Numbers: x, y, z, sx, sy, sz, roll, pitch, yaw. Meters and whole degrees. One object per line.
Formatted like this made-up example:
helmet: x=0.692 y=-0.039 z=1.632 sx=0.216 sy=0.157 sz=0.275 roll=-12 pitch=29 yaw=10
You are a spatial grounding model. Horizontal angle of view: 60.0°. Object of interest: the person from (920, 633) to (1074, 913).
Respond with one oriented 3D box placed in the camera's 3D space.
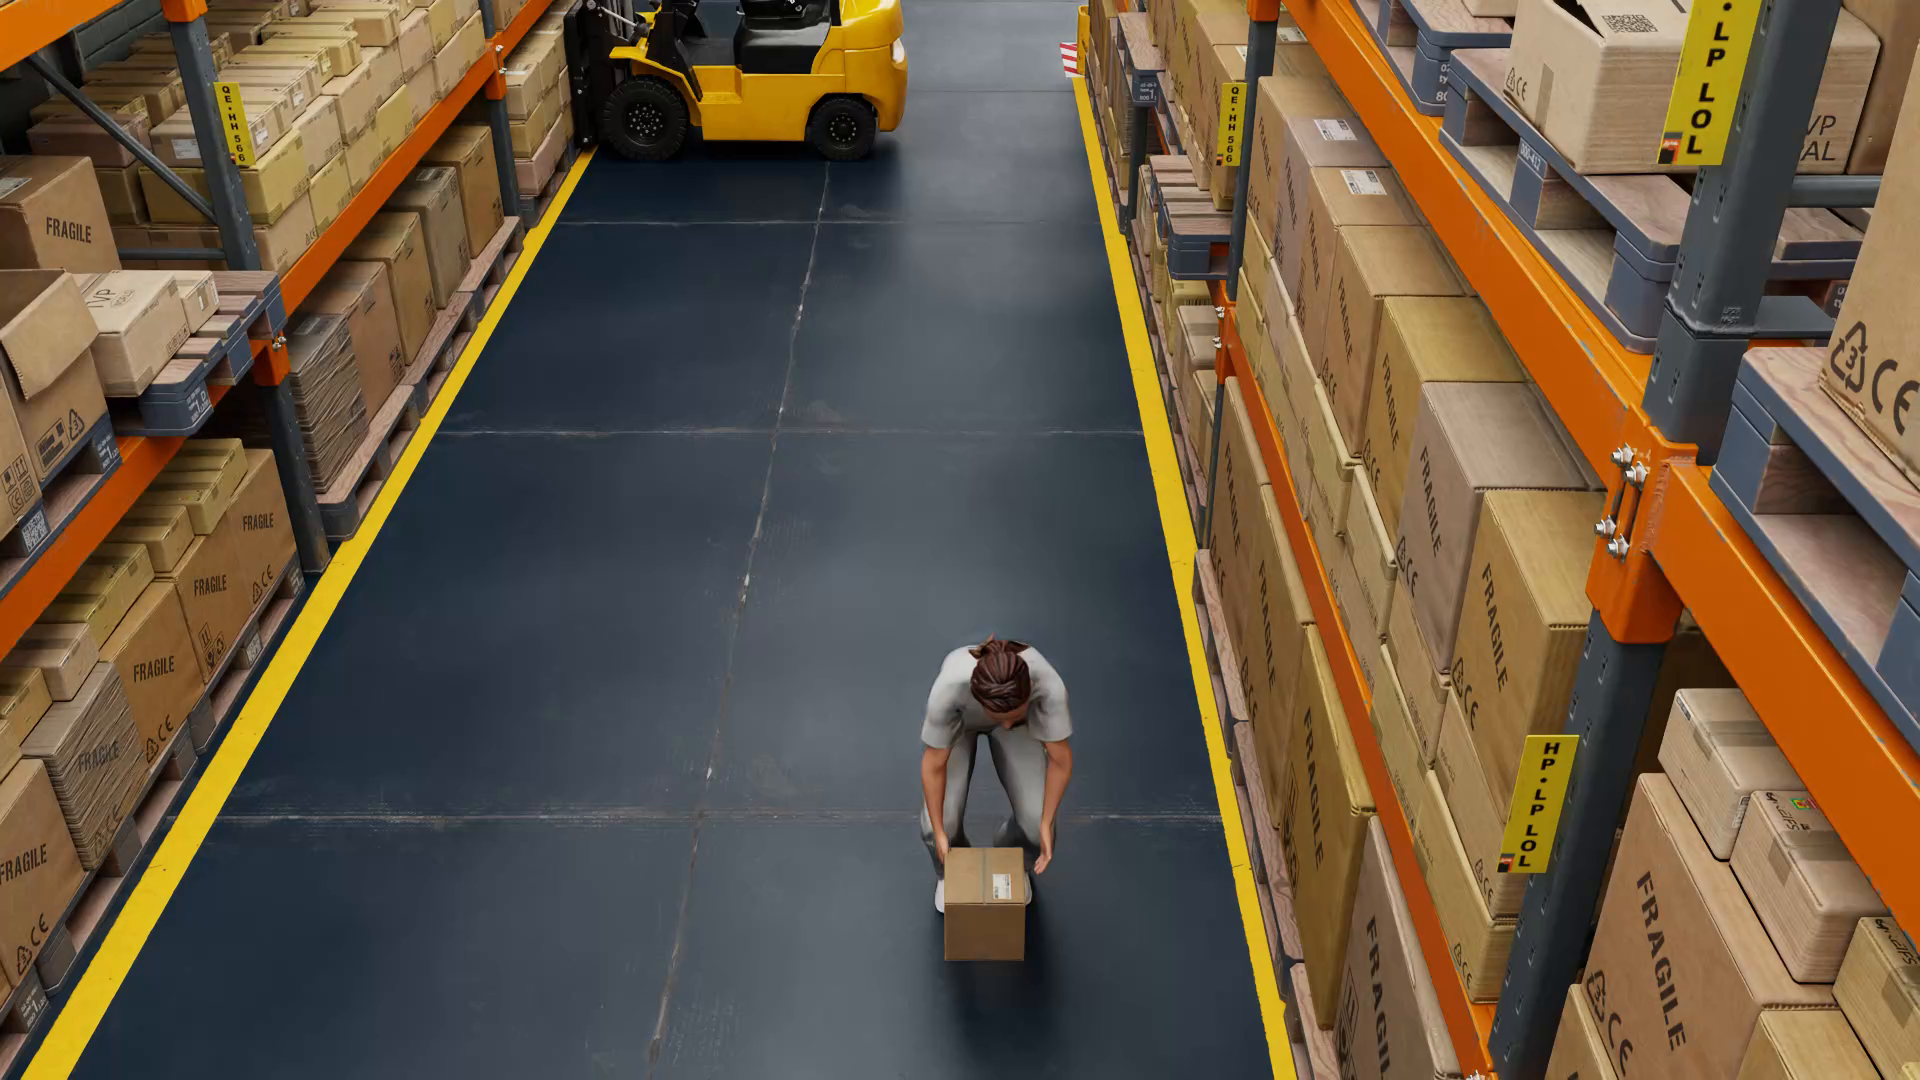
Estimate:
person: x=0.114 y=0.717 z=5.435 sx=0.491 sy=1.194 sz=0.724 roll=0 pitch=32 yaw=0
